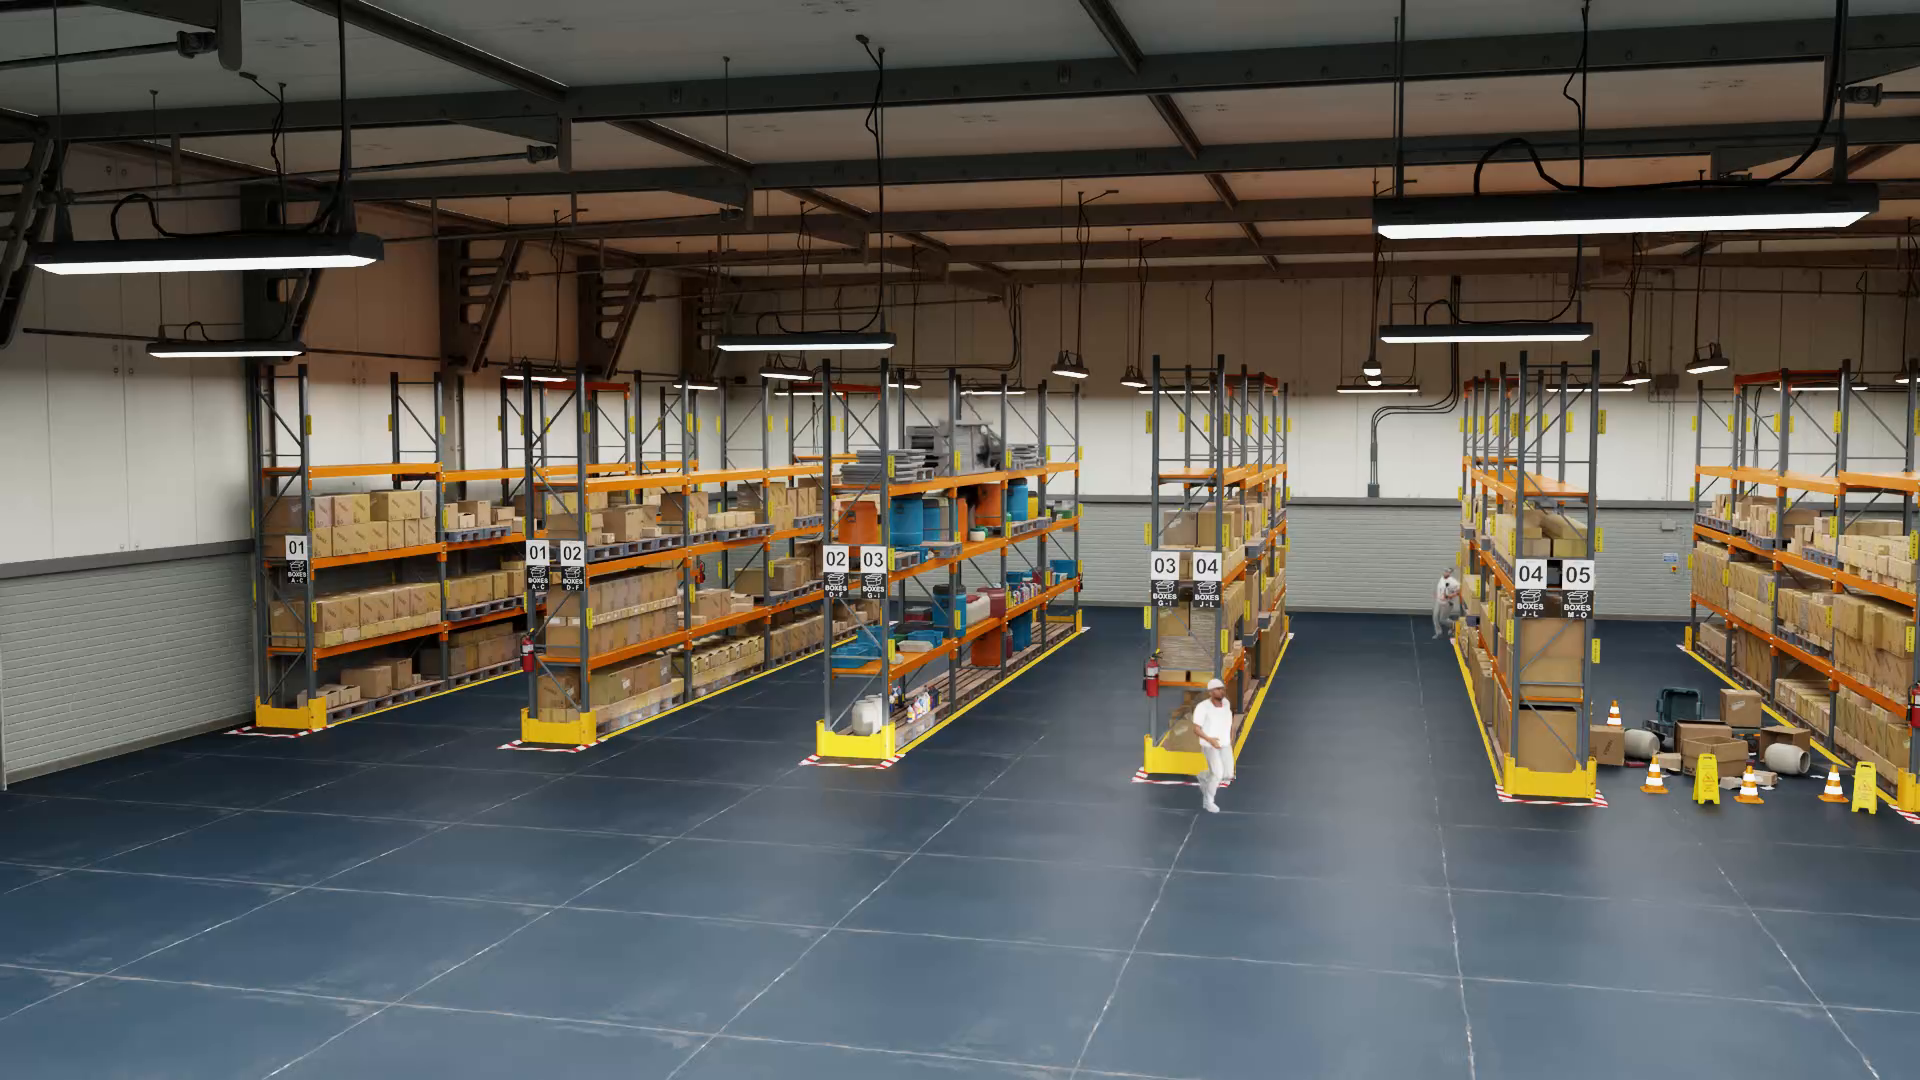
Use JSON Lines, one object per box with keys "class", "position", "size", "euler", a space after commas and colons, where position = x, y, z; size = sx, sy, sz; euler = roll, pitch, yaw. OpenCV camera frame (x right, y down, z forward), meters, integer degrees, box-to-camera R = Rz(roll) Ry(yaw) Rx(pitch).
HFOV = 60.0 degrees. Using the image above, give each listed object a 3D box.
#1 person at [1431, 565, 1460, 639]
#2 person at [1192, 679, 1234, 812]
{"class": "person", "position": [11.467, 1.460, 39.070], "size": [0.683, 1.747, 0.702], "euler": [-2, 4, -23]}
{"class": "person", "position": [3.316, 2.654, 21.645], "size": [0.726, 1.729, 0.666], "euler": [-3, 5, -33]}
